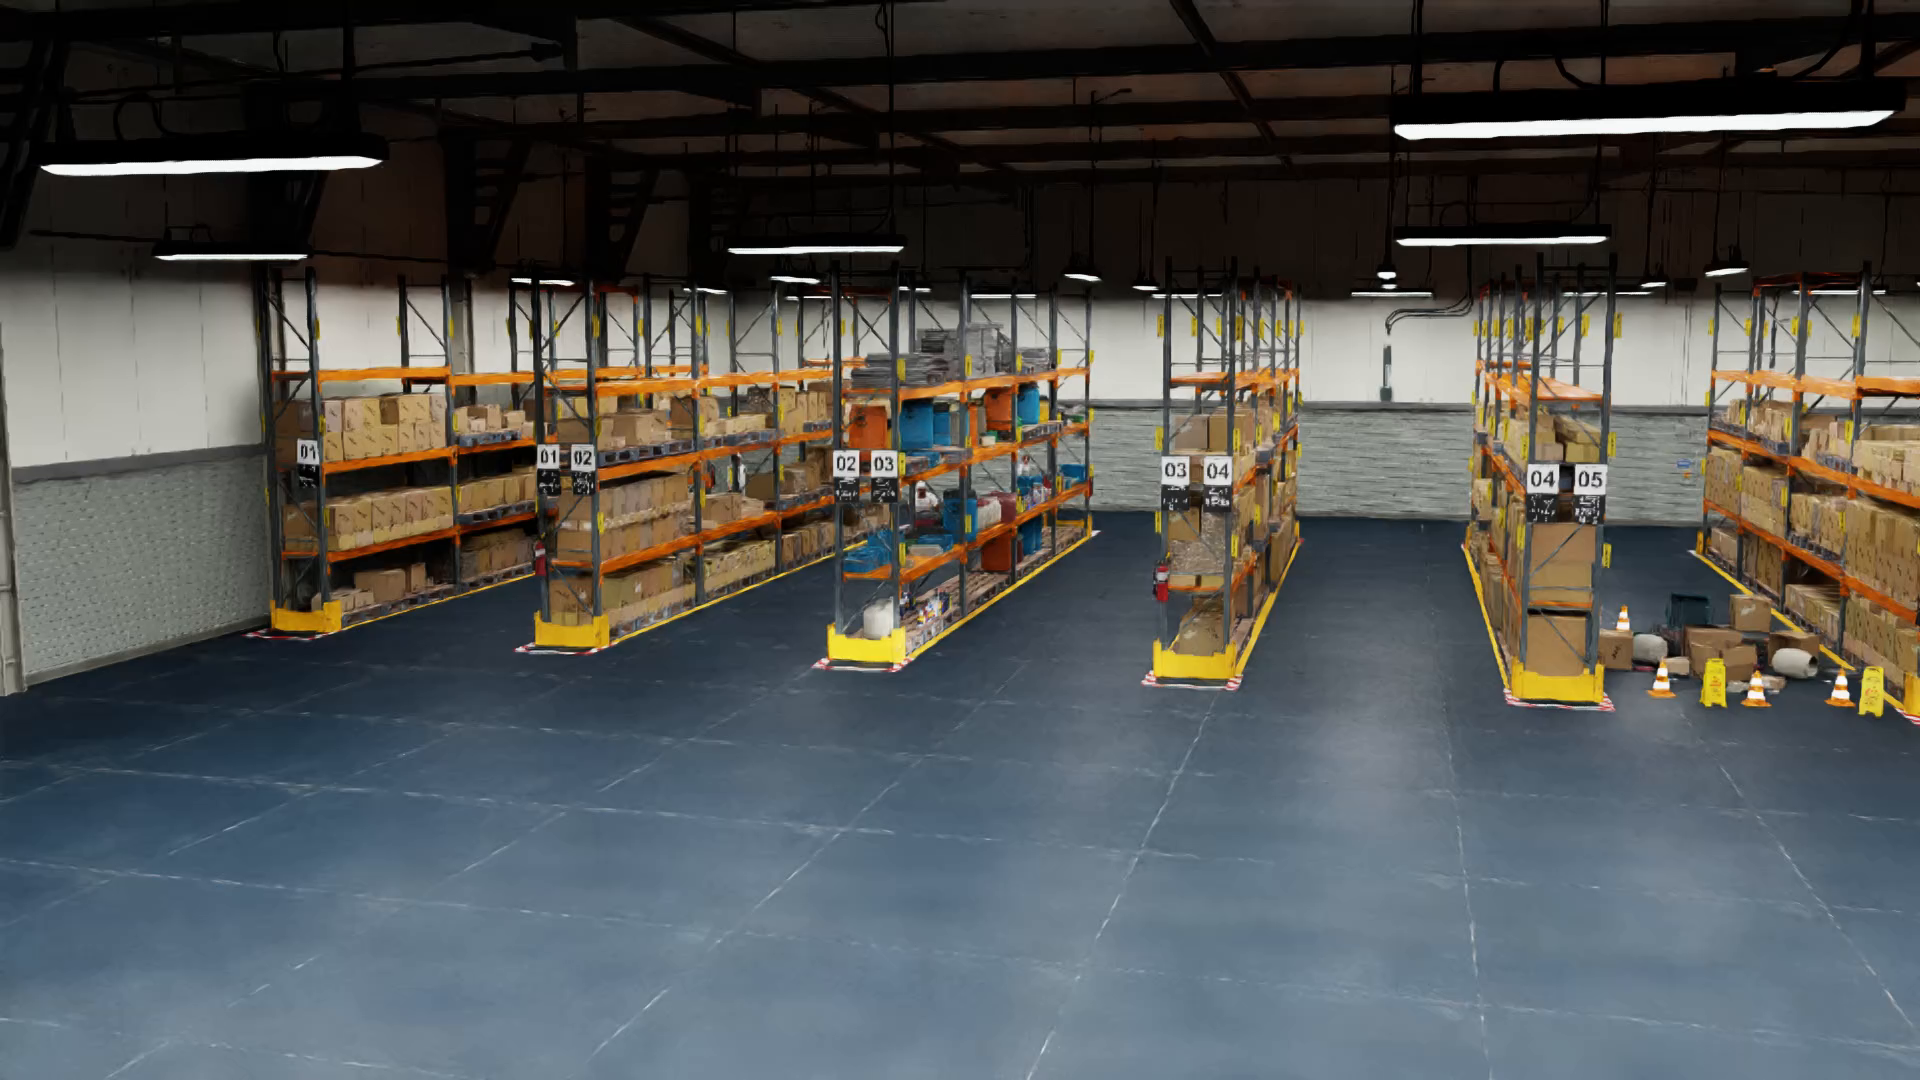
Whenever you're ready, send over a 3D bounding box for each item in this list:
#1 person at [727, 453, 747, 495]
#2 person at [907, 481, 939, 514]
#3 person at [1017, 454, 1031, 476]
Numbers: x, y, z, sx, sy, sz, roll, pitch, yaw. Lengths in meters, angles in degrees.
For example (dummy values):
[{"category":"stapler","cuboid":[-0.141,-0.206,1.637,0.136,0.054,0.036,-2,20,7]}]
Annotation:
[{"category":"person","cuboid":[-5.925,-1.460,44.145,0.584,1.747,0.930,-2,7,-12]},{"category":"person","cuboid":[-0.816,-0.448,36.356,0.719,1.714,0.578,2,7,12]},{"category":"person","cuboid":[1.659,-1.558,45.518,0.585,1.588,0.471,-4,8,-29]}]
